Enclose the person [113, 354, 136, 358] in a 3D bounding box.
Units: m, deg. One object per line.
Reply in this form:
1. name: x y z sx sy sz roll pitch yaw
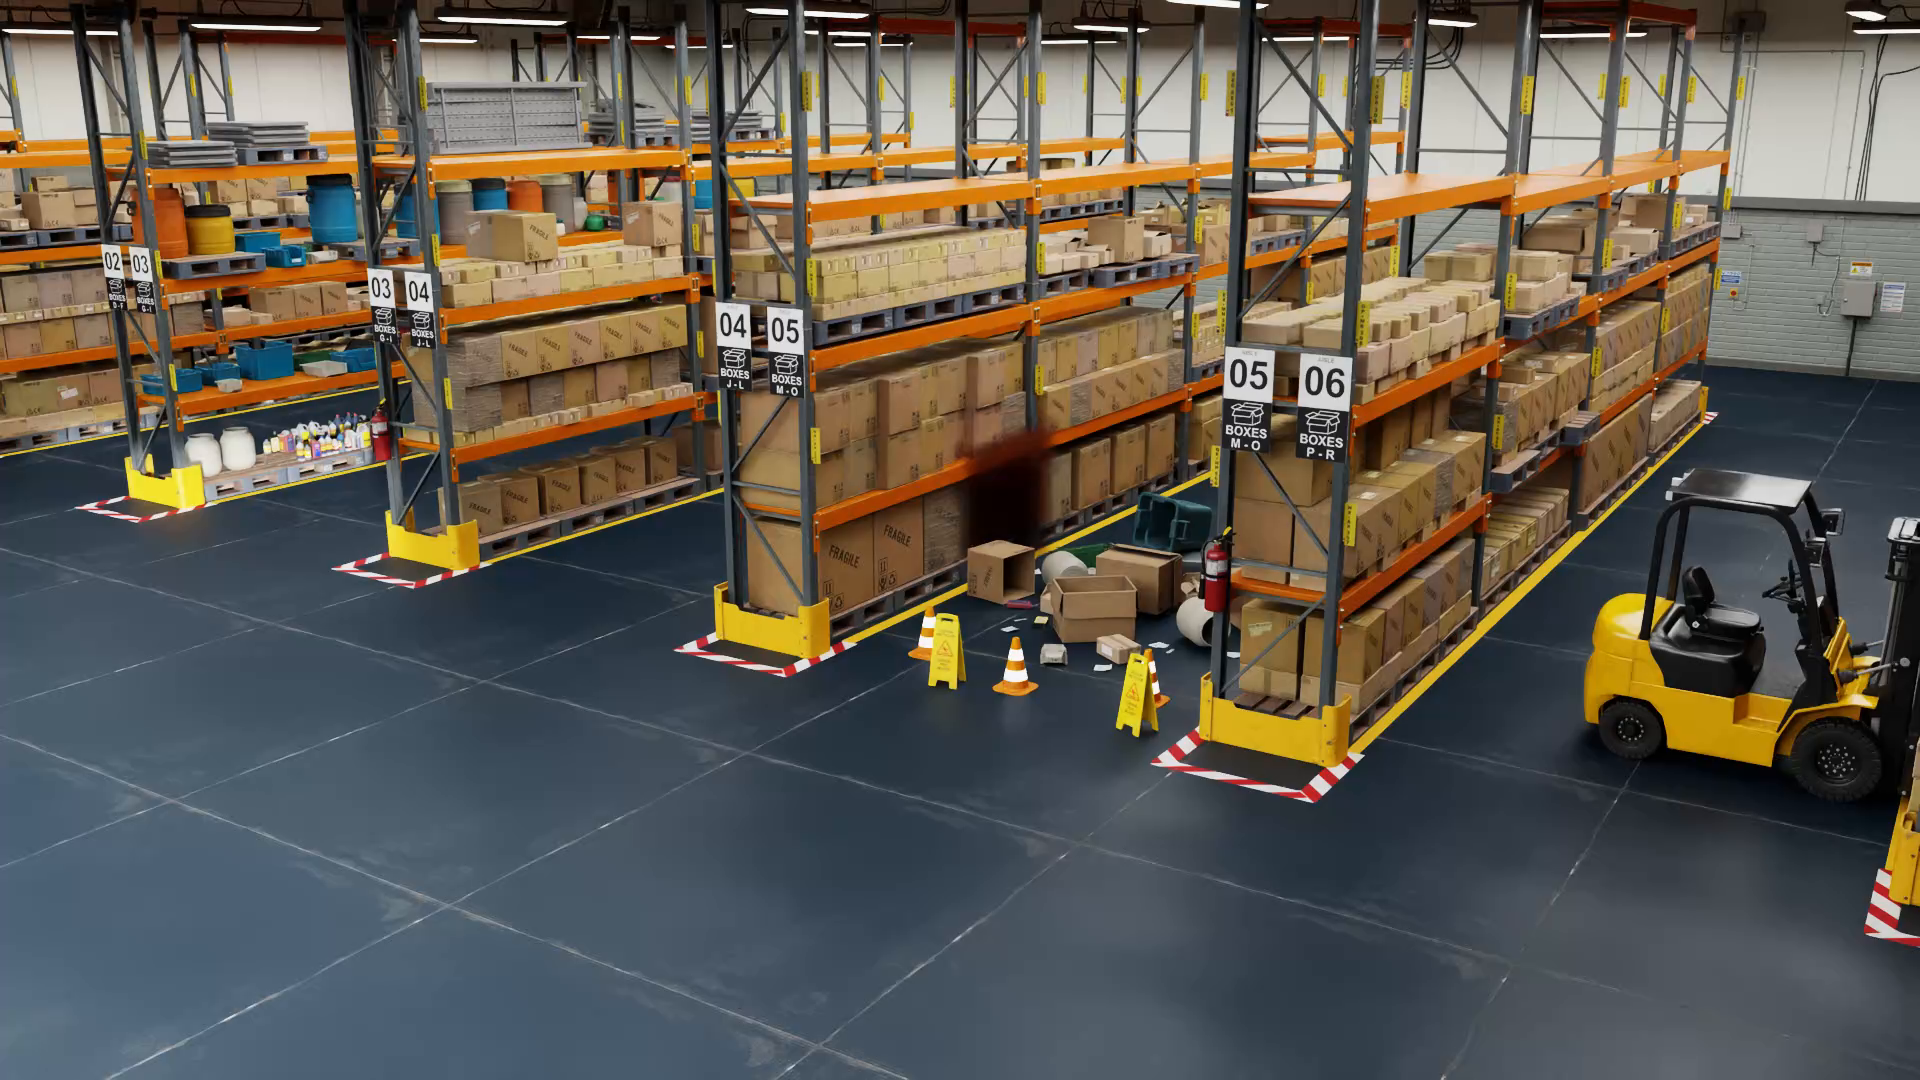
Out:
1. person: -13.881 -3.163 27.305 0.553 1.725 1.063 5 16 16
